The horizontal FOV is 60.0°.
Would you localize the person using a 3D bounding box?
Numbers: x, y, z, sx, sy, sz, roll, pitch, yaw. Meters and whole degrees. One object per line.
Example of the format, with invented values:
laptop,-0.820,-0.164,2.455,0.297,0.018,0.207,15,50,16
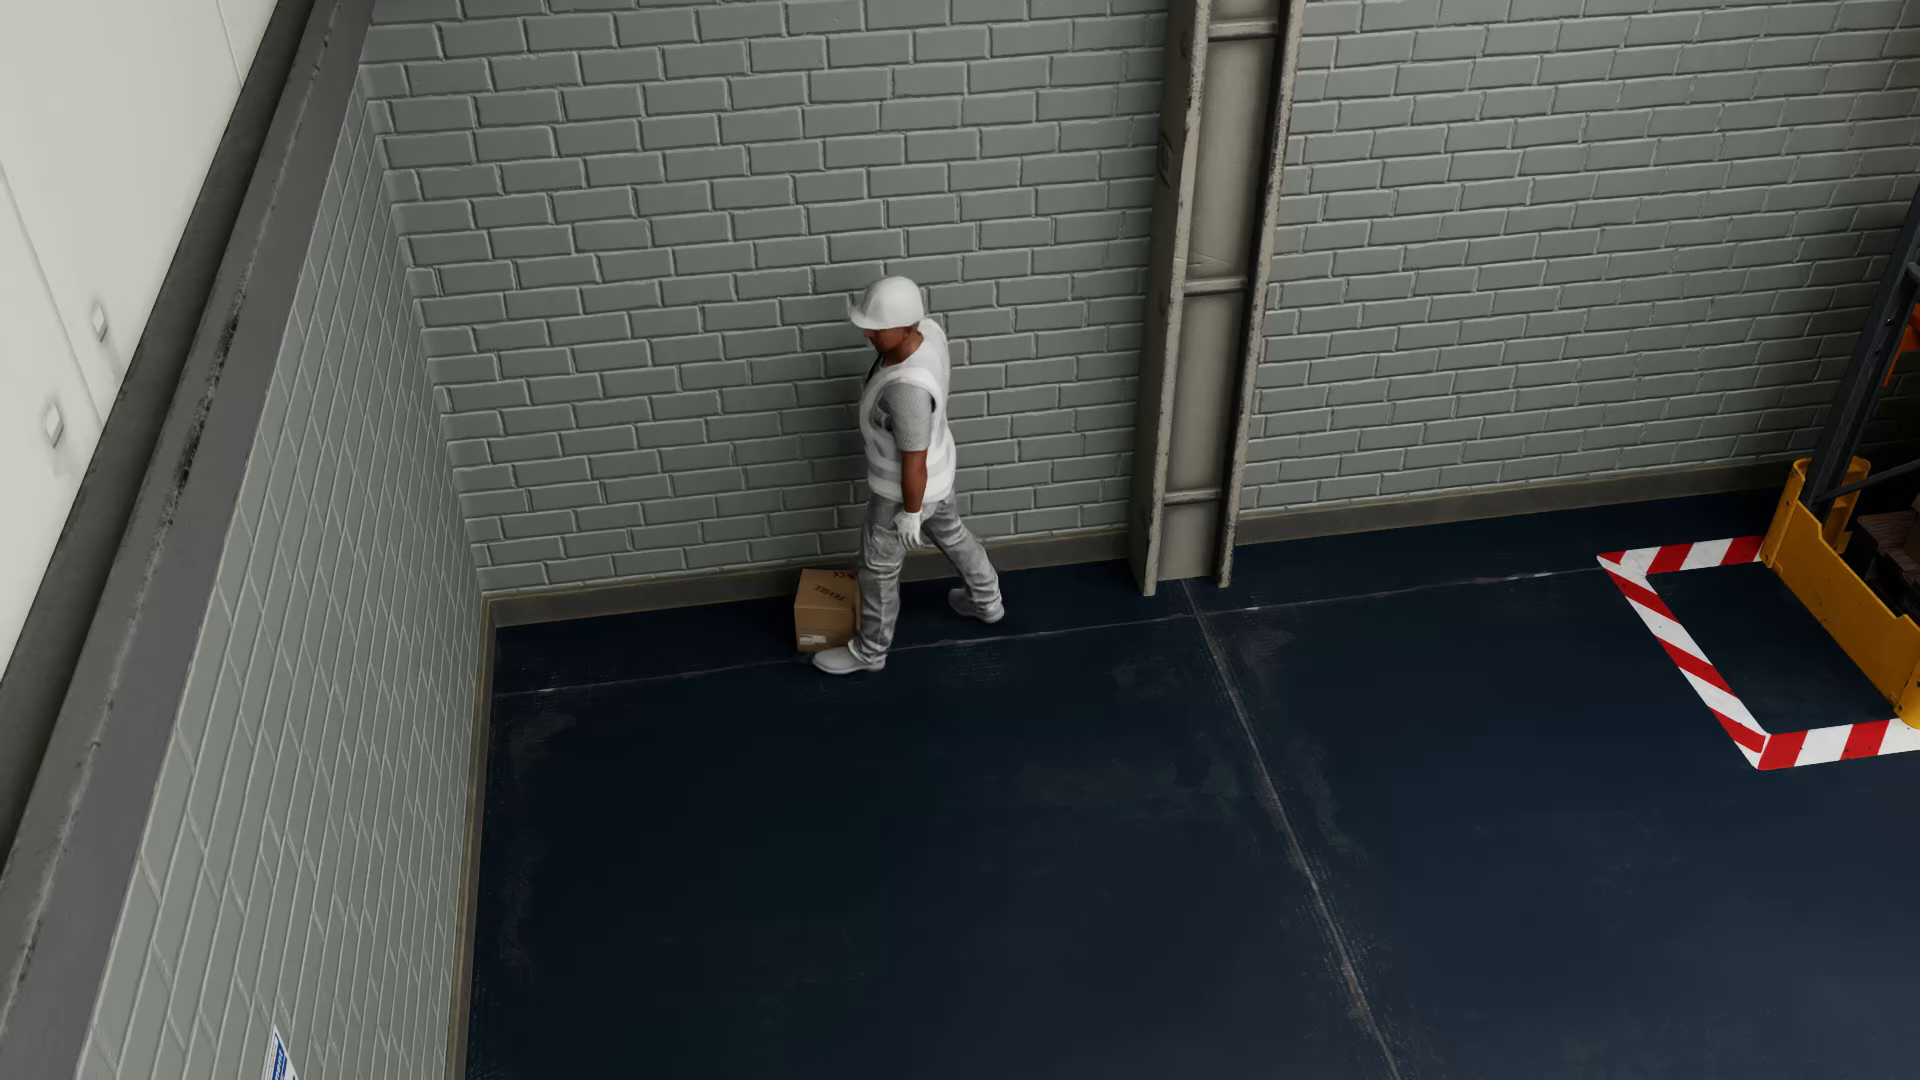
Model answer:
person,-0.206,-0.269,6.489,0.759,1.772,0.641,5,39,6
